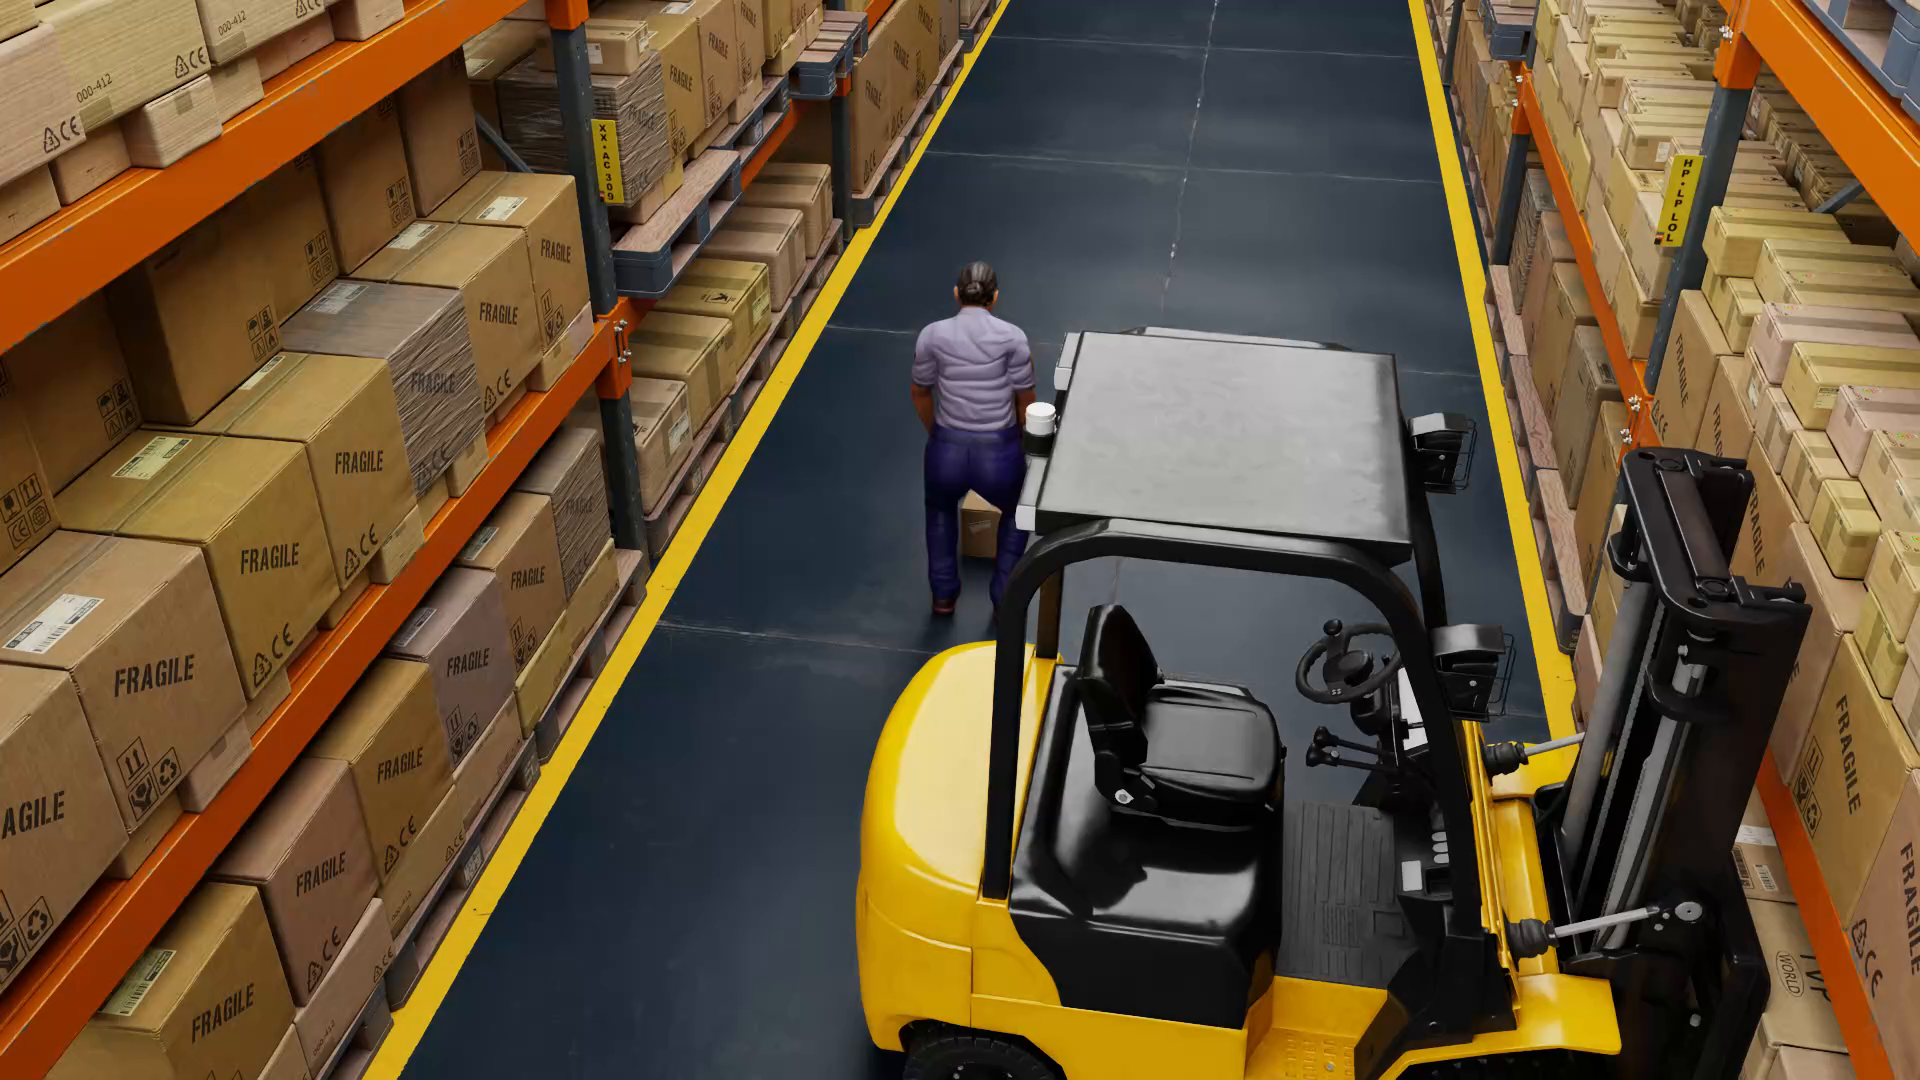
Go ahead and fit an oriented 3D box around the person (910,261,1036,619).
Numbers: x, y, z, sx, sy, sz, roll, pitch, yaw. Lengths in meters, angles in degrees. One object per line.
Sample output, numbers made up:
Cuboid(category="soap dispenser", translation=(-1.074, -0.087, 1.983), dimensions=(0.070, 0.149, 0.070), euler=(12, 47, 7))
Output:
Cuboid(category="person", translation=(0.043, -0.371, 6.873), dimensions=(0.522, 1.511, 0.529), euler=(6, 33, 9))
